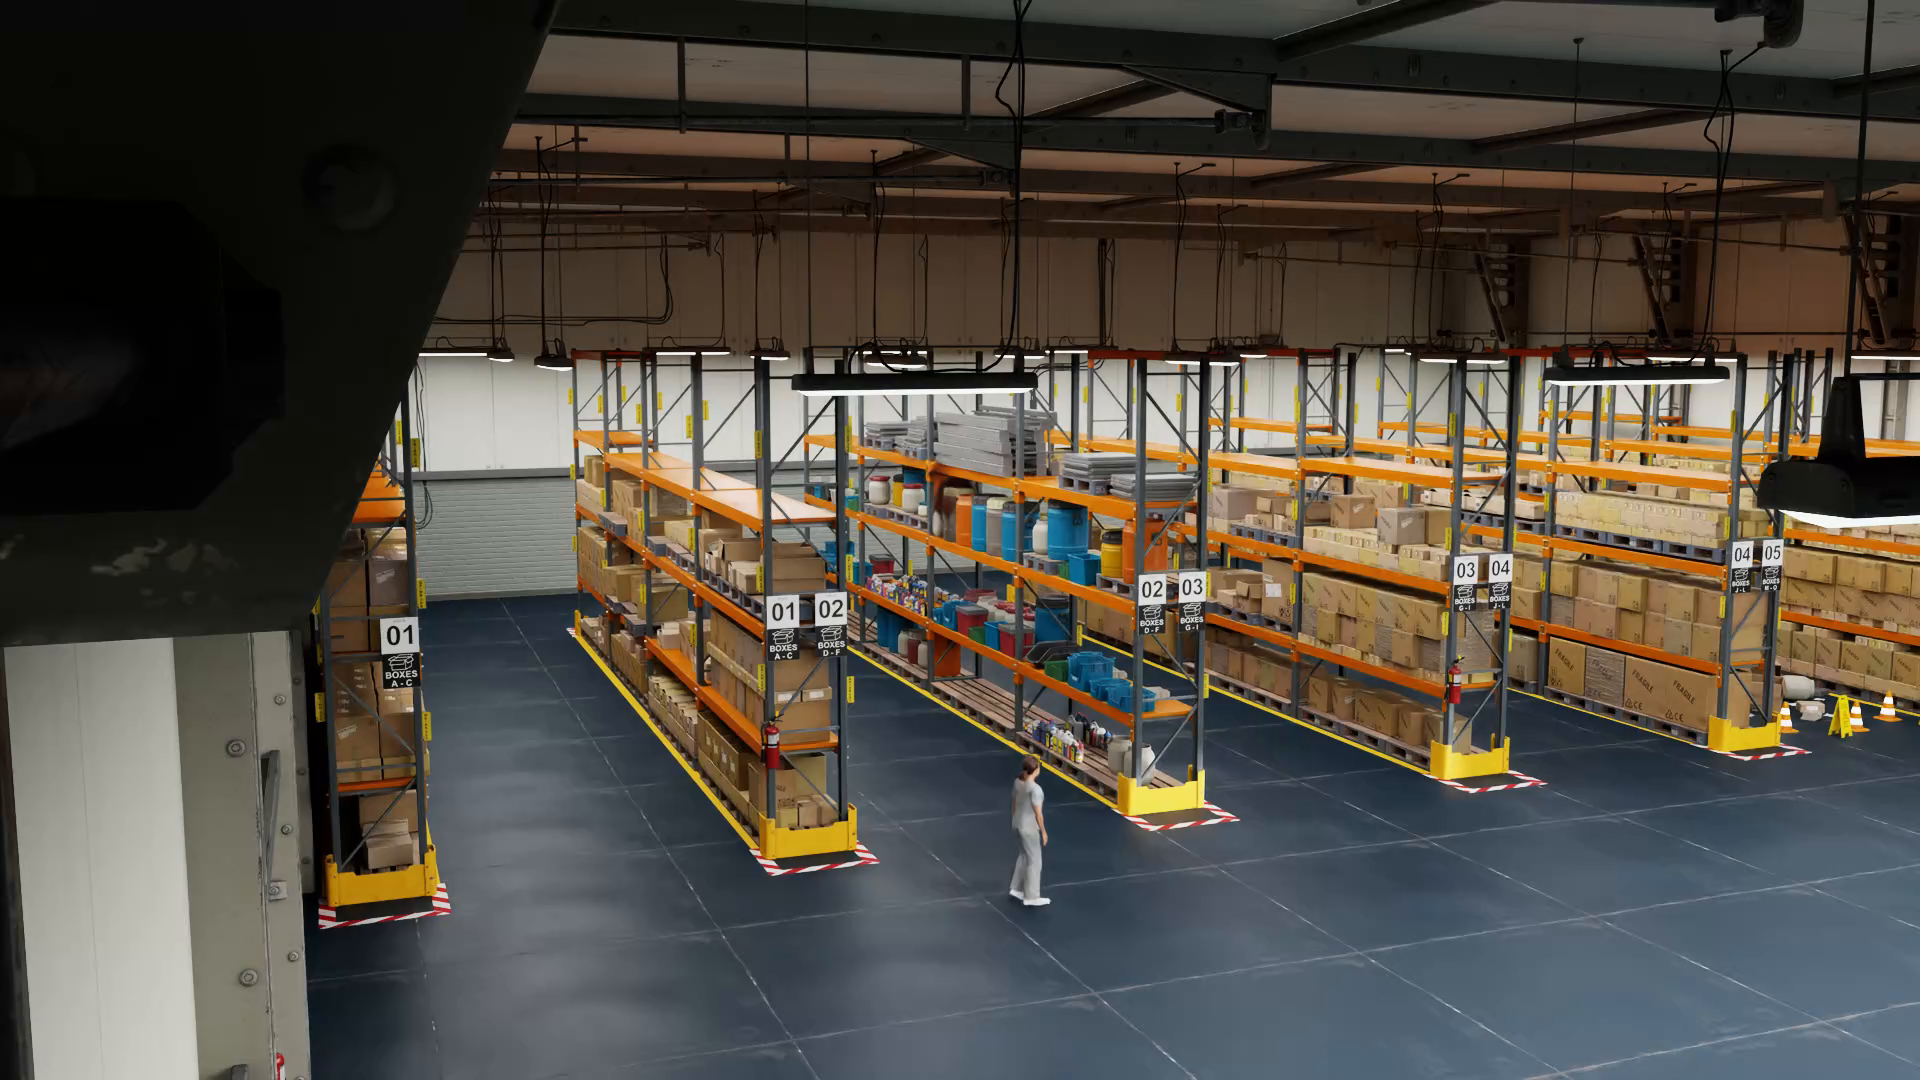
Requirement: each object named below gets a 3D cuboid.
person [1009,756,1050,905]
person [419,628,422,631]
[{"bbox_3d":[0.776,3.246,18.495,0.362,1.724,0.516,-4,8,-30],"label":"person"},{"bbox_3d":[-11.758,1.086,35.161,0.677,1.738,0.608,-2,7,-16],"label":"person"}]
